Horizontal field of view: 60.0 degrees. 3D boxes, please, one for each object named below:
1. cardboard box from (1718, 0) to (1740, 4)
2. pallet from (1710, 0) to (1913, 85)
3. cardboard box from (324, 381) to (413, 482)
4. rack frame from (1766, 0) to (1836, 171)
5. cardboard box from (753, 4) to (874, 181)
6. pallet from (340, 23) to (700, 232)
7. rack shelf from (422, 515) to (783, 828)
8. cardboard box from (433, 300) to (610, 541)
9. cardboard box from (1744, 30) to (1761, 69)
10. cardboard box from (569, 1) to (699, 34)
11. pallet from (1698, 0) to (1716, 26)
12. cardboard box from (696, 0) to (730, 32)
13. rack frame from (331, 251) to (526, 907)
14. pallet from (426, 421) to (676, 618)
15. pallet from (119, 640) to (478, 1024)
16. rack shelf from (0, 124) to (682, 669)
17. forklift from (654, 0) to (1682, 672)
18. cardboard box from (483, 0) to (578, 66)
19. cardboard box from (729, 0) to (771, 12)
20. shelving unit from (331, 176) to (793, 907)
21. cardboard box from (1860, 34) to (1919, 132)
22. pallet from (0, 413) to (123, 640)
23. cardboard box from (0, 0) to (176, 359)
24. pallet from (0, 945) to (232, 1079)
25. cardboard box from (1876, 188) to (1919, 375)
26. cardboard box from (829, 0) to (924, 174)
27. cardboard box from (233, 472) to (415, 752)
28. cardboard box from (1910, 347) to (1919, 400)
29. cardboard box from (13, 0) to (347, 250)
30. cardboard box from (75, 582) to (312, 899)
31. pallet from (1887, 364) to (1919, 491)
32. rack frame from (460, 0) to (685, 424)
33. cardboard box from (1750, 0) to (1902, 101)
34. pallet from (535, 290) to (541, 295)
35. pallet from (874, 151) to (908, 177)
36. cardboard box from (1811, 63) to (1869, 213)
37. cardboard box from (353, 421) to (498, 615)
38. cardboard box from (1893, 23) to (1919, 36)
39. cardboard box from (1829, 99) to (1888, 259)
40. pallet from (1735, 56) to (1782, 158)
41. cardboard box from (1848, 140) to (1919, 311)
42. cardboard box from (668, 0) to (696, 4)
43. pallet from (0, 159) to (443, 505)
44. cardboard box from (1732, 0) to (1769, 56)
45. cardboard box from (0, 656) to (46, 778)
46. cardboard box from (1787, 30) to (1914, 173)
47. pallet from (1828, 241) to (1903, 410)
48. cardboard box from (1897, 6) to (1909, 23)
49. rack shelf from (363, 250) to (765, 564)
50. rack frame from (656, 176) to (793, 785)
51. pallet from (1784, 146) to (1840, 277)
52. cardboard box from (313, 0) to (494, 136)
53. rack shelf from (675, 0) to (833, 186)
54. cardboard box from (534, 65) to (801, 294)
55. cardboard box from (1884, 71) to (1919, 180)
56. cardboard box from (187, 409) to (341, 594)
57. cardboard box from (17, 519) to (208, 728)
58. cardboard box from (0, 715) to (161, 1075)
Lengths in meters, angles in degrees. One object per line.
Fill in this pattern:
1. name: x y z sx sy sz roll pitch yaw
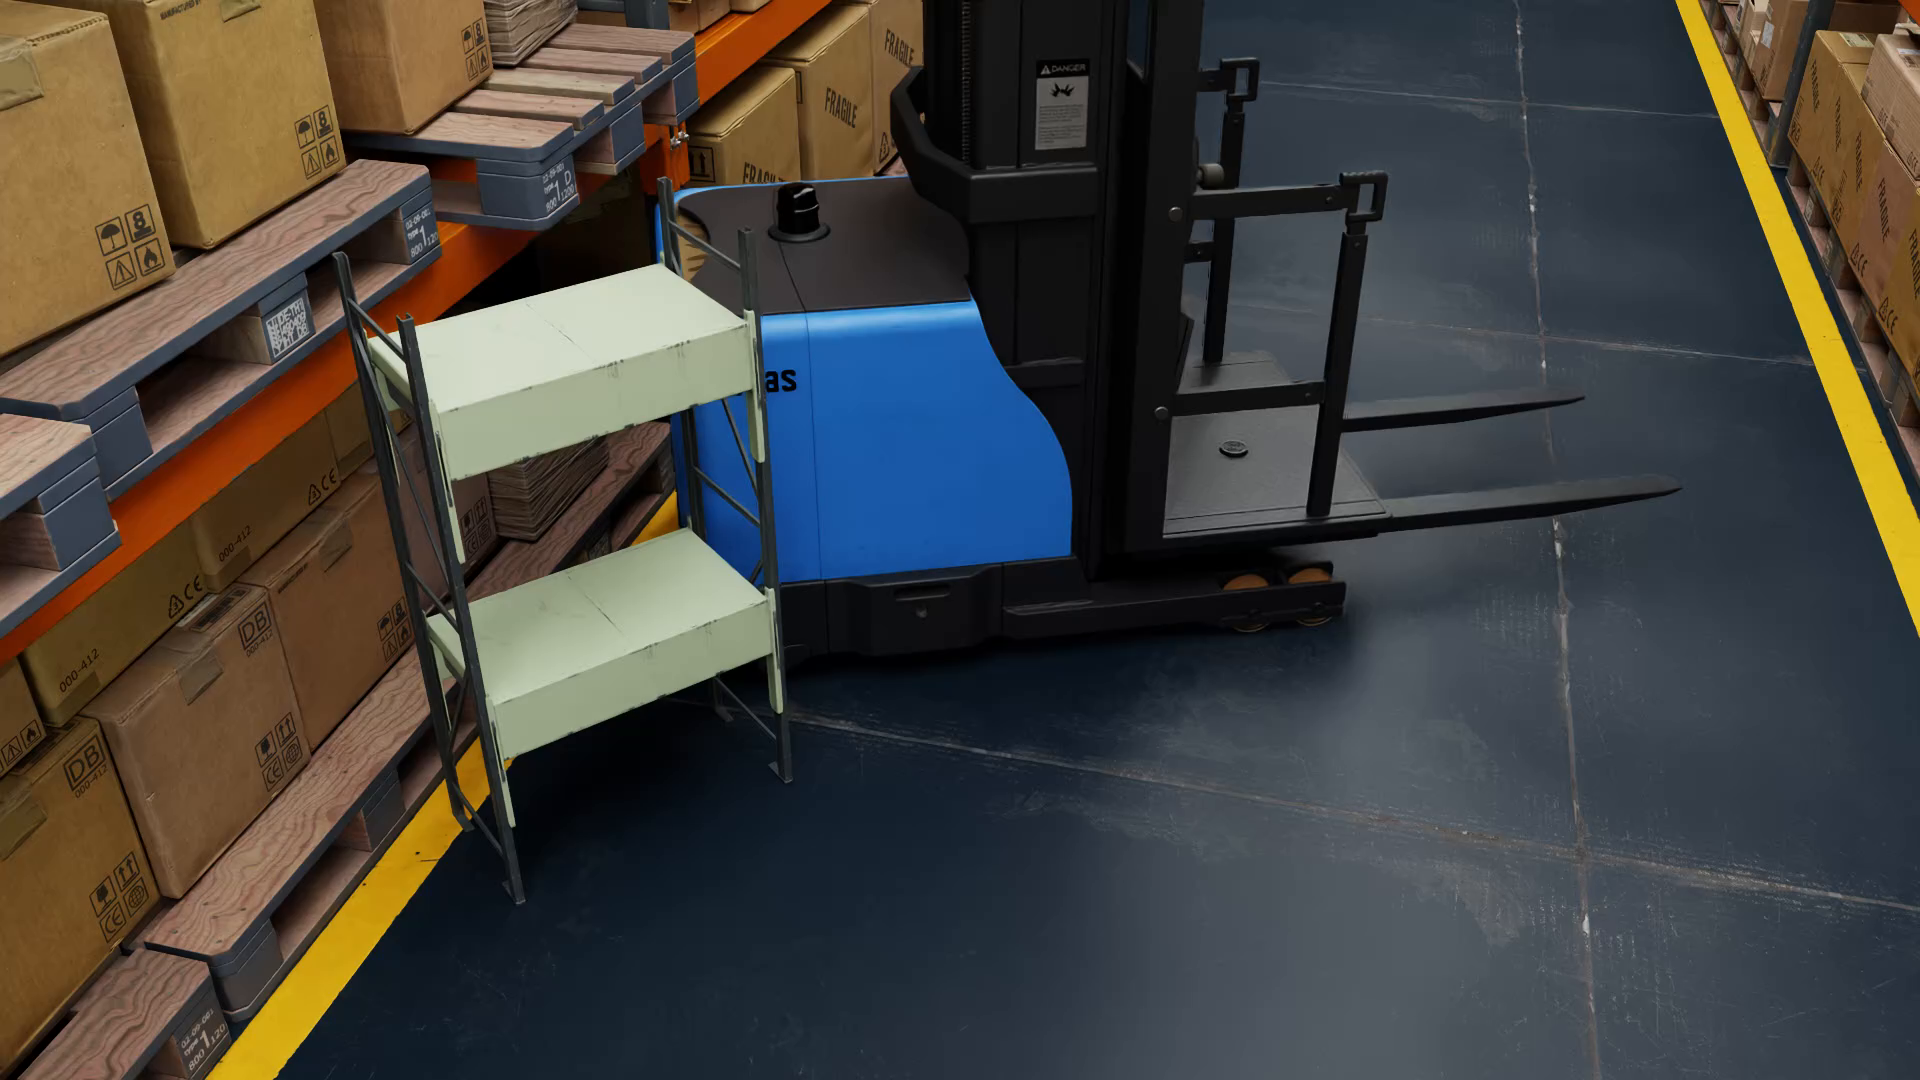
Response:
1. cardboard box: 4.788 -3.374 9.914 0.500 0.250 0.500 8 33 12
2. pallet: 4.922 -2.849 9.536 1.003 0.211 1.213 8 33 12
3. cardboard box: -1.706 -0.411 4.322 0.500 0.250 0.500 9 33 13
4. rack frame: 4.439 -3.035 7.228 1.000 3.000 0.127 8 33 12
5. cardboard box: -0.827 -1.719 6.771 0.750 0.750 0.750 8 33 12
6. pallet: -1.447 -1.167 4.468 1.213 0.211 1.003 8 33 12
7. rack shelf: -0.851 0.296 3.994 0.720 0.370 0.431 -21 38 -30
8. cardboard box: -1.501 -0.382 4.975 0.700 0.500 0.500 8 33 13
9. cardboard box: 4.346 -2.555 8.720 0.380 0.149 0.250 8 33 12
10. cardboard box: -1.061 -1.674 5.302 0.380 0.149 0.250 8 33 12
11. pallet: 5.233 -3.481 10.529 1.003 0.211 1.213 8 33 12
12. cardboard box: -0.989 -1.803 5.506 0.380 0.149 0.250 8 33 13
13. rack frame: -1.146 0.136 3.637 0.023 1.500 0.400 -21 38 -30
14. pallet: -1.569 -0.050 5.131 1.003 0.211 1.213 8 33 12
15. pallet: -1.880 0.581 4.139 1.003 0.211 1.213 8 33 12
16. rack shelf: -1.876 -0.290 3.581 1.077 0.370 4.000 8 33 12
17. forklift: 0.663 -1.243 4.473 3.031 2.935 1.130 -5 33 -8
18. cardboard box: -1.478 -1.614 4.490 0.700 0.500 0.500 4 33 7
19. cardboard box: -0.840 -1.930 5.705 0.380 0.149 0.250 9 34 14
20. shelving unit: -0.851 0.021 3.819 0.755 1.500 0.431 -21 38 -30
21. cardboard box: 3.827 -1.746 6.421 0.500 0.250 0.500 8 33 12
22. pallet: -2.049 0.148 2.400 1.003 0.211 1.213 8 33 12
23. cardboard box: -1.936 -0.678 3.018 0.700 0.500 0.500 13 35 19
24. pallet: -2.188 1.216 3.140 1.003 0.211 1.213 8 33 12
25. cardboard box: 3.566 -0.876 5.752 0.500 0.500 0.500 7 33 11
26. cardboard box: -0.616 -2.161 7.466 0.750 0.750 0.750 9 34 14
27. cardboard box: -1.843 0.131 4.167 0.700 0.500 0.500 8 33 12
28. cardboard box: 3.434 -0.607 5.329 0.500 0.500 0.500 9 34 14
29. cardboard box: -1.773 -0.965 3.469 0.700 0.500 0.500 8 33 12
30. cardboard box: -1.962 0.395 3.753 0.700 0.500 0.500 8 33 13
31. pallet: 3.650 -0.165 5.313 1.003 0.211 1.213 8 33 12
32. rack frame: -1.369 -1.632 5.021 1.000 3.000 0.127 8 33 12
33. cardboard box: 4.309 -2.500 8.307 0.500 0.500 0.500 8 33 12
34. pallet: -1.096 -0.854 6.396 1.003 0.211 1.213 8 33 12
35. pallet: -0.784 -1.485 7.389 1.003 0.211 1.213 8 33 12
36. cardboard box: 3.956 -1.670 7.000 0.500 0.500 0.500 8 33 13
37. cardboard box: -1.744 -0.130 4.579 0.700 0.500 0.500 8 33 12
38. cardboard box: 4.964 -2.664 8.875 0.380 0.166 0.250 8 33 12
39. cardboard box: 3.822 -1.411 6.594 0.500 0.500 0.500 8 33 13
40. pallet: 4.614 -2.214 8.537 1.003 0.211 1.213 8 33 12
41. cardboard box: 3.693 -1.149 6.181 0.500 0.500 0.500 7 33 11
42. cardboard box: -0.998 -2.025 5.251 0.500 0.500 0.500 9 34 14
43. pallet: -1.832 -0.518 3.448 1.003 0.211 1.213 8 33 12
44. cardboard box: 4.499 -2.809 8.970 0.500 0.311 0.500 8 33 12
45. cardboard box: -2.105 0.383 3.072 0.500 0.250 0.500 7 33 11
46. cardboard box: 4.080 -1.948 7.438 0.500 0.500 0.500 7 33 10
47. pallet: 3.961 -0.796 6.305 1.003 0.211 1.213 8 33 12
48. cardboard box: 4.911 -3.143 9.315 0.797 0.503 0.637 8 33 12
49. rack shelf: -0.851 -0.309 3.610 0.720 0.370 0.431 -21 38 -30
50. rack frame: -0.555 -0.095 4.001 0.023 1.500 0.400 -21 38 -30
51. pallet: 4.269 -1.431 7.304 1.003 0.211 1.213 8 33 12
52. cardboard box: -1.594 -1.321 4.028 0.700 0.500 0.500 5 33 8
53. rack shelf: -0.861 -2.366 6.847 1.077 0.370 4.000 8 33 12
54. cardboard box: -1.055 -1.266 6.057 0.750 0.750 0.750 8 33 12
55. cardboard box: 3.700 -1.485 6.011 0.500 0.250 0.500 7 33 11
56. cardboard box: -1.832 -0.144 3.901 0.500 0.250 0.500 8 33 12
57. cardboard box: -1.976 0.113 3.497 0.500 0.250 0.500 7 33 11
58. cardboard box: -2.131 0.654 3.345 0.700 0.500 0.500 7 33 11
